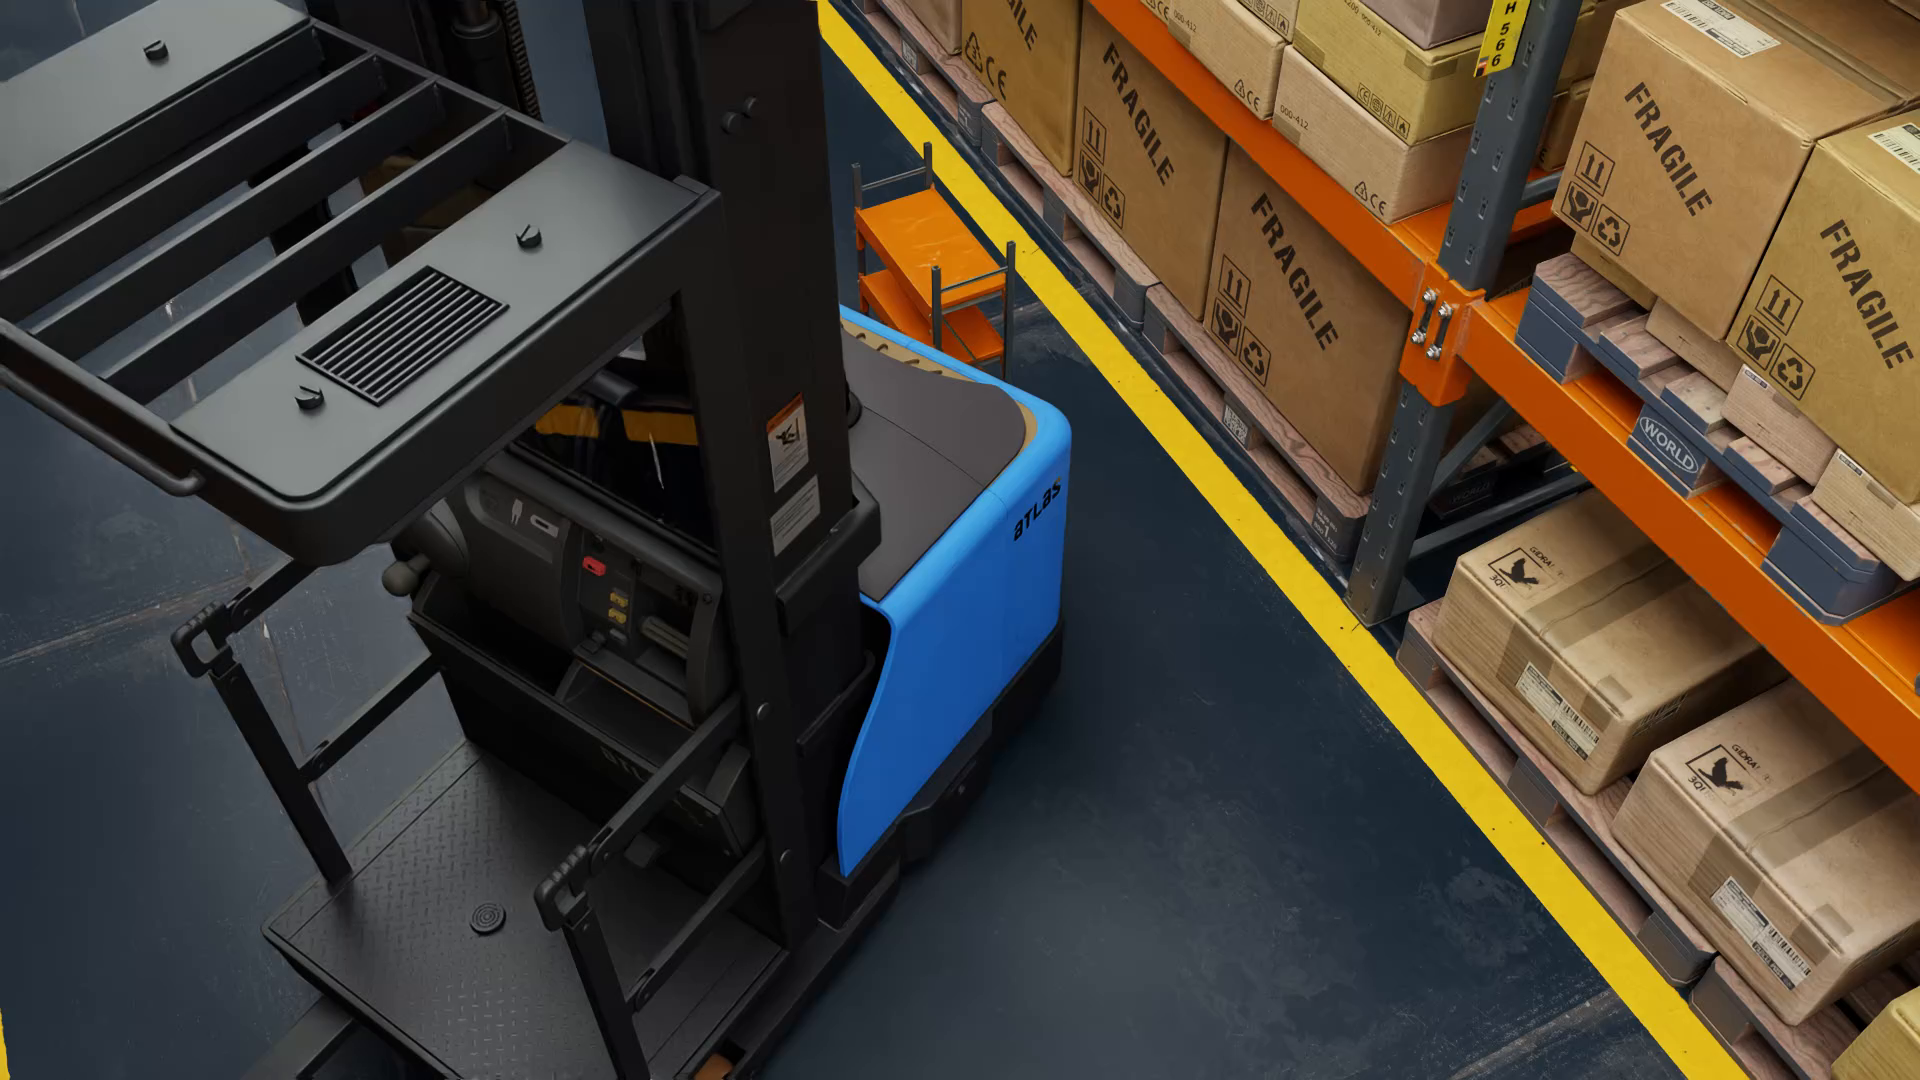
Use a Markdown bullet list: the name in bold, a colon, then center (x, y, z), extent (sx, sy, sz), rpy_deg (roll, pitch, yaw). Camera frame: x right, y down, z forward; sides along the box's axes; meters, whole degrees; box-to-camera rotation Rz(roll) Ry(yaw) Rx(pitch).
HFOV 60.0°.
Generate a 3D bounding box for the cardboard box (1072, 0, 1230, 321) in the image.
- **cardboard box**: center (0.994, -1.457, 5.664), extent (0.875, 0.875, 0.875), rpy_deg (-21, 52, -17)

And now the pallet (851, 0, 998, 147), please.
- **pallet**: center (0.230, -2.198, 7.032), extent (1.003, 0.211, 1.213), rpy_deg (-21, 52, -18)

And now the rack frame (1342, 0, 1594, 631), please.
- **rack frame**: center (1.641, -0.929, 4.070), extent (1.000, 3.000, 0.127), rpy_deg (-21, 52, -18)

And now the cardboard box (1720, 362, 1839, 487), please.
- **cardboard box**: center (1.808, -0.303, 3.410), extent (0.380, 0.149, 0.250), rpy_deg (-24, 53, -20)

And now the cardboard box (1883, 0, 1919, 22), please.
- **cardboard box**: center (2.096, -0.990, 3.580), extent (0.500, 0.500, 0.500), rpy_deg (-23, 53, -19)

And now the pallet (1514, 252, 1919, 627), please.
- **pallet**: center (2.061, -0.426, 3.757), extent (1.213, 0.211, 1.003), rpy_deg (-21, 52, -18)

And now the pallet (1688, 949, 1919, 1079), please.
- **pallet**: center (2.551, 1.328, 3.948), extent (1.003, 0.211, 1.213), rpy_deg (-21, 52, -18)

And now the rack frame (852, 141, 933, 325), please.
- **rack frame**: center (-0.187, -0.669, 5.038), extent (0.240, 1.200, 0.015), rpy_deg (-21, 52, -18)

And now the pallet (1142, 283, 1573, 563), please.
- **pallet**: center (1.347, -0.565, 5.604), extent (1.003, 0.211, 1.213), rpy_deg (-21, 52, -18)

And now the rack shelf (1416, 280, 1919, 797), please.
- **rack shelf**: center (2.556, 0.646, 3.170), extent (1.077, 0.370, 4.000), rpy_deg (-21, 52, -18)

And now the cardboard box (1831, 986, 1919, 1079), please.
- **cardboard box**: center (2.577, 1.180, 3.692), extent (0.950, 0.372, 0.625), rpy_deg (-20, 52, -16)

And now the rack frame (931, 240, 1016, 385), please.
- **rack frame**: center (0.036, -0.342, 4.752), extent (0.240, 1.200, 0.015), rpy_deg (-21, 52, -18)

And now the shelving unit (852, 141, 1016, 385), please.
- **shelving unit**: center (-0.076, -0.506, 4.895), extent (0.258, 1.200, 0.503), rpy_deg (-21, 52, -18)

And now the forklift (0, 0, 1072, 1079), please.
- **forklift**: center (-0.961, 0.136, 3.184), extent (1.130, 2.935, 3.031), rpy_deg (28, 54, 22)

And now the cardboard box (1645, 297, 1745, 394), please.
- **cardboard box**: center (1.723, -0.502, 3.584), extent (0.380, 0.149, 0.250), rpy_deg (-24, 53, -20)

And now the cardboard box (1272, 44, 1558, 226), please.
- **cardboard box**: center (1.178, -1.129, 4.344), extent (0.500, 0.250, 0.500), rpy_deg (-23, 53, -19)

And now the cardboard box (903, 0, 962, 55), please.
- **cardboard box**: center (0.165, -2.658, 6.714), extent (0.875, 0.875, 0.875), rpy_deg (-20, 52, -16)

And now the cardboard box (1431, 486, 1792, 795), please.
- **cardboard box**: center (1.890, 0.179, 4.567), extent (0.950, 0.372, 0.625), rpy_deg (-24, 53, -20)

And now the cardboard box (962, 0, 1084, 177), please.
- **cardboard box**: center (0.585, -2.056, 6.188), extent (0.875, 0.875, 0.875), rpy_deg (-20, 52, -16)

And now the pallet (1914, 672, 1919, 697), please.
- **pallet**: center (2.583, 0.445, 2.996), extent (1.003, 0.211, 1.213), rpy_deg (-21, 52, -18)

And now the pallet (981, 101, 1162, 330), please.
- **pallet**: center (0.792, -1.380, 6.317), extent (1.003, 0.211, 1.213), rpy_deg (-21, 52, -18)

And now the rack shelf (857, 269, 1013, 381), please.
- **rack shelf**: center (-0.076, -0.609, 4.778), extent (0.258, 0.148, 0.480), rpy_deg (-21, 52, -18)

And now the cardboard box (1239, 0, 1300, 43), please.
- **cardboard box**: center (0.955, -1.623, 4.444), extent (0.500, 0.250, 0.500), rpy_deg (-22, 53, -18)

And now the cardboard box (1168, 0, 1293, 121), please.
- **cardboard box**: center (0.931, -1.465, 4.638), extent (0.500, 0.250, 0.500), rpy_deg (-20, 52, -17)

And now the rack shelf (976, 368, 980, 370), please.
- **rack shelf**: center (-0.076, -0.462, 4.946), extent (0.258, 0.148, 0.480), rpy_deg (-21, 52, -18)

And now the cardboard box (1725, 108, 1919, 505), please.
- **cardboard box**: center (1.885, -0.471, 3.126), extent (0.500, 0.500, 0.500), rpy_deg (-19, 51, -16)

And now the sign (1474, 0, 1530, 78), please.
- **sign**: center (1.149, -1.117, 3.465), extent (0.100, 0.325, 0.005), rpy_deg (-21, 52, -18)

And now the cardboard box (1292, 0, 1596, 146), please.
- **cardboard box**: center (1.193, -1.281, 4.145), extent (0.500, 0.250, 0.500), rpy_deg (-21, 52, -18)

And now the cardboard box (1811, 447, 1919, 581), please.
- **cardboard box**: center (1.915, -0.112, 3.243), extent (0.380, 0.149, 0.250), rpy_deg (-21, 52, -17)

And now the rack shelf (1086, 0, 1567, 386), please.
- **rack shelf**: center (0.725, -2.031, 5.511), extent (1.077, 0.370, 4.000), rpy_deg (-21, 52, -18)

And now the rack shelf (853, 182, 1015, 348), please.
- **rack shelf**: center (-0.076, -0.764, 4.599), extent (0.258, 0.148, 0.480), rpy_deg (-21, 52, -18)

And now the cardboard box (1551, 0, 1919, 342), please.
- **cardboard box**: center (1.641, -0.817, 3.429), extent (0.500, 0.500, 0.500), rpy_deg (-23, 53, -19)

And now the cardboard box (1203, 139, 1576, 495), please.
- **cardboard box**: center (1.398, -0.859, 5.141), extent (0.875, 0.875, 0.875), rpy_deg (-22, 52, -18)

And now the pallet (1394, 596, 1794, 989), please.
- **pallet**: center (1.997, 0.512, 4.662), extent (1.003, 0.211, 1.213), rpy_deg (-21, 52, -18)

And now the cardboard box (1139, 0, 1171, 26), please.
- **cardboard box**: center (0.714, -1.808, 4.938), extent (0.500, 0.250, 0.500), rpy_deg (-22, 52, -18)

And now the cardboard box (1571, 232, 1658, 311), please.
- **cardboard box**: center (1.624, -0.703, 3.760), extent (0.380, 0.149, 0.250), rpy_deg (-24, 53, -20)

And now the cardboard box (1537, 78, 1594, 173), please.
- **cardboard box**: center (1.640, -1.294, 4.489), extent (0.500, 0.250, 0.500), rpy_deg (-22, 52, -18)

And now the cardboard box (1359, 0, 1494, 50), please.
- **cardboard box**: center (1.171, -1.547, 3.880), extent (0.500, 0.500, 0.500), rpy_deg (-22, 53, -18)

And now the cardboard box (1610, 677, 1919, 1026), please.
- **cardboard box**: center (2.235, 0.670, 4.138), extent (0.950, 0.372, 0.625), rpy_deg (-22, 52, -18)

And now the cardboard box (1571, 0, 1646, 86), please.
- **cardboard box**: center (1.628, -1.469, 4.309), extent (0.500, 0.250, 0.500), rpy_deg (-22, 52, -18)
